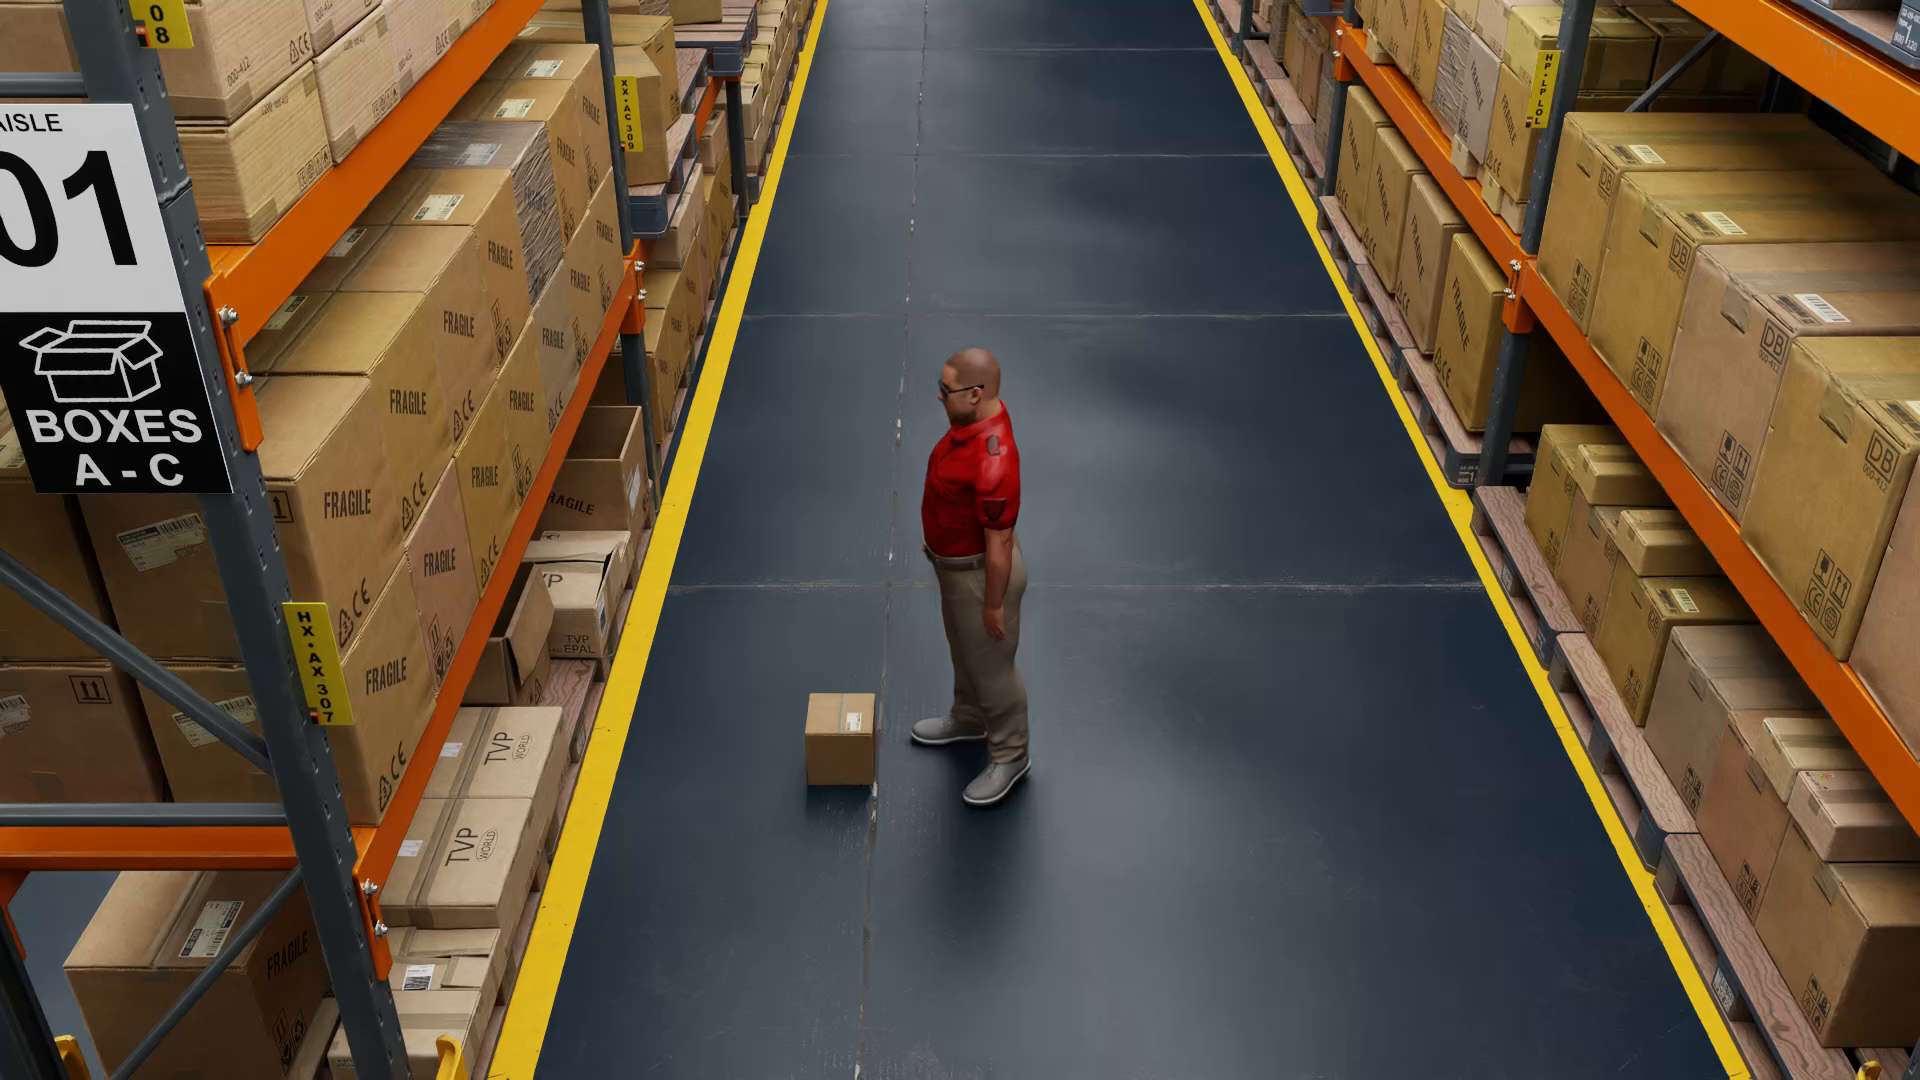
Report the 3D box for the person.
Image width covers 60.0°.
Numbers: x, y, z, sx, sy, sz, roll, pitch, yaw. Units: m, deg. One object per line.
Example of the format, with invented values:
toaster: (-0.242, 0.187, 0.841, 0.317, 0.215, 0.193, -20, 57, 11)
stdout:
person: (0.042, 0.103, 5.947, 0.439, 1.734, 0.593, -3, 31, -5)
